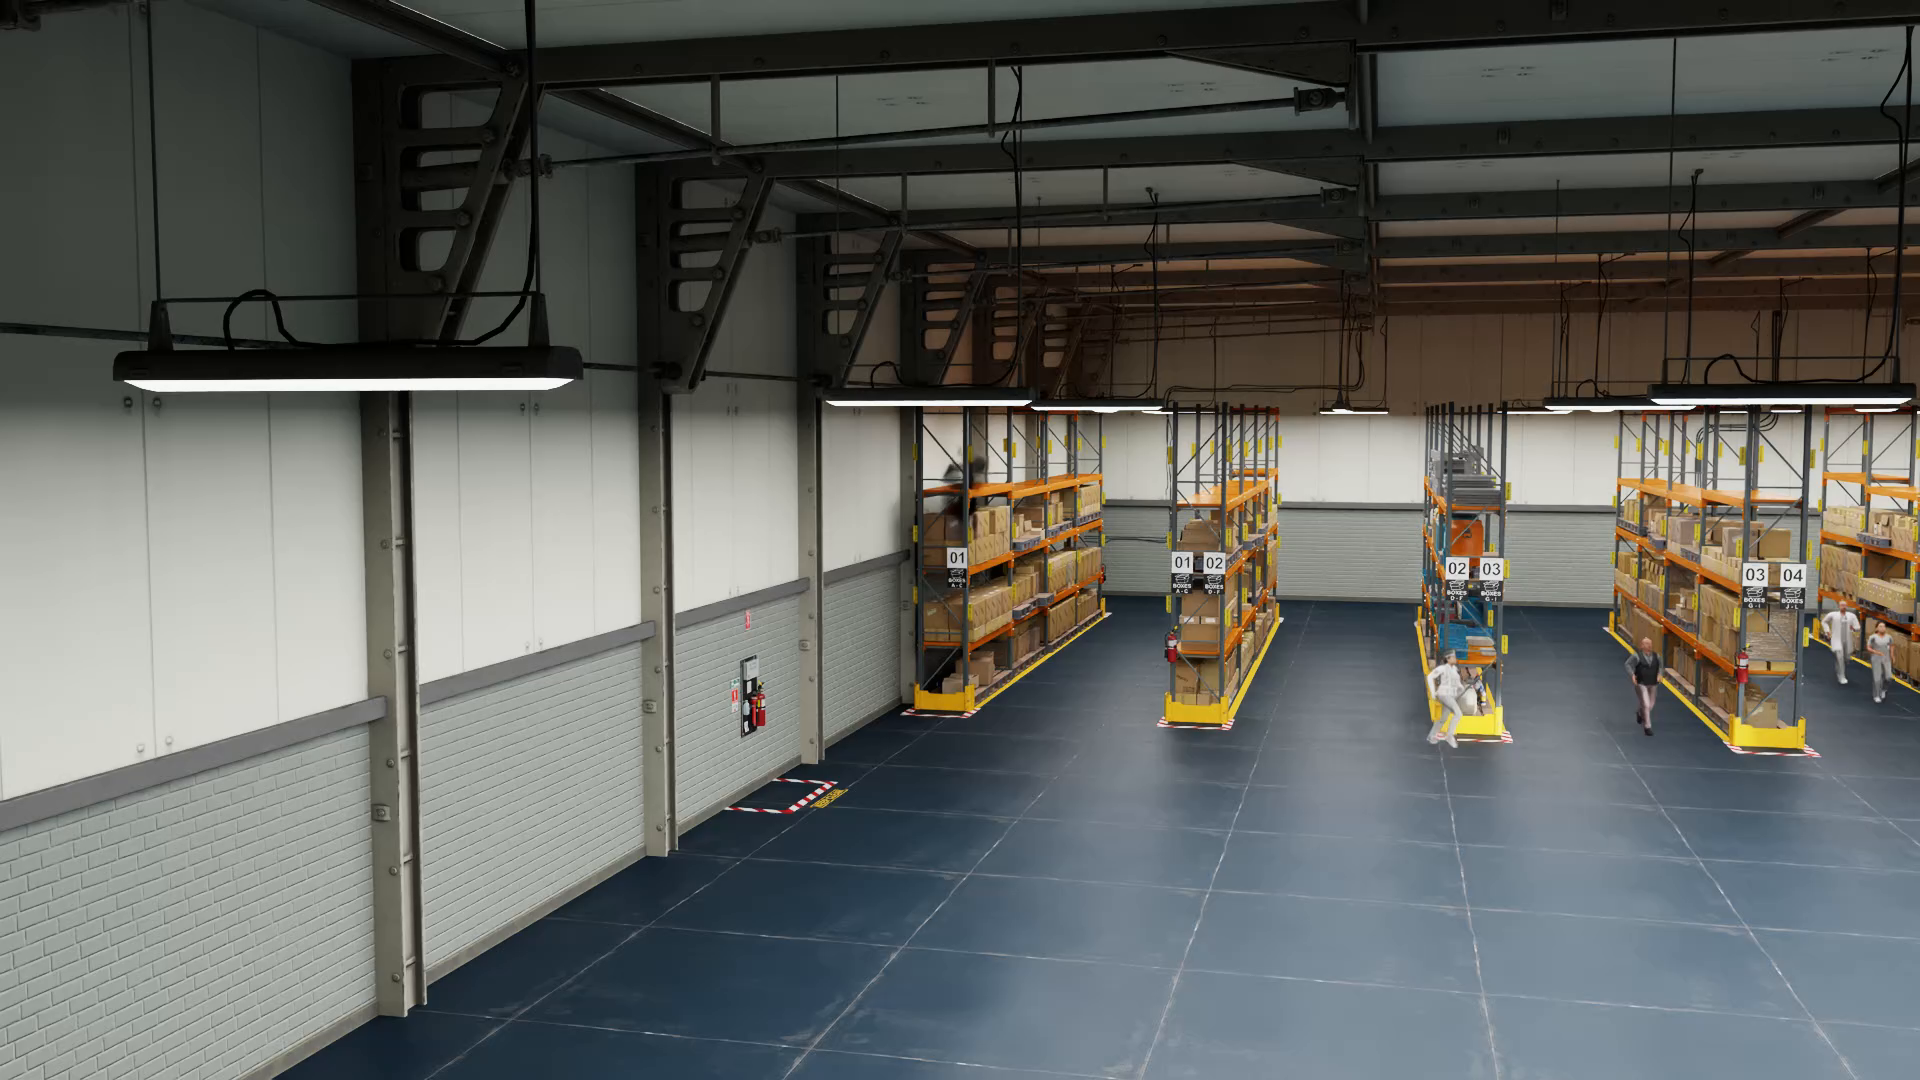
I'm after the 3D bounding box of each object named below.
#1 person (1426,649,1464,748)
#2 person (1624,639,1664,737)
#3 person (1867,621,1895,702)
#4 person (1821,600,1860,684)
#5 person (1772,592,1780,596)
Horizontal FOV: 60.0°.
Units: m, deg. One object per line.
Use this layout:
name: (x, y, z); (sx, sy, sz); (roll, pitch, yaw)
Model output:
person: (8.525, 2.741, 28.986); (0.595, 1.662, 0.649); (-4, 6, -42)
person: (12.451, 2.643, 30.219); (0.674, 1.725, 0.887); (0, 4, -1)
person: (18.469, 2.442, 33.309); (0.550, 1.633, 0.571); (1, 4, 14)
person: (19.002, 2.178, 35.849); (0.714, 1.754, 1.034); (1, 4, 11)
person: (20.679, 1.767, 41.974); (0.661, 1.814, 0.717); (1, 4, 15)
